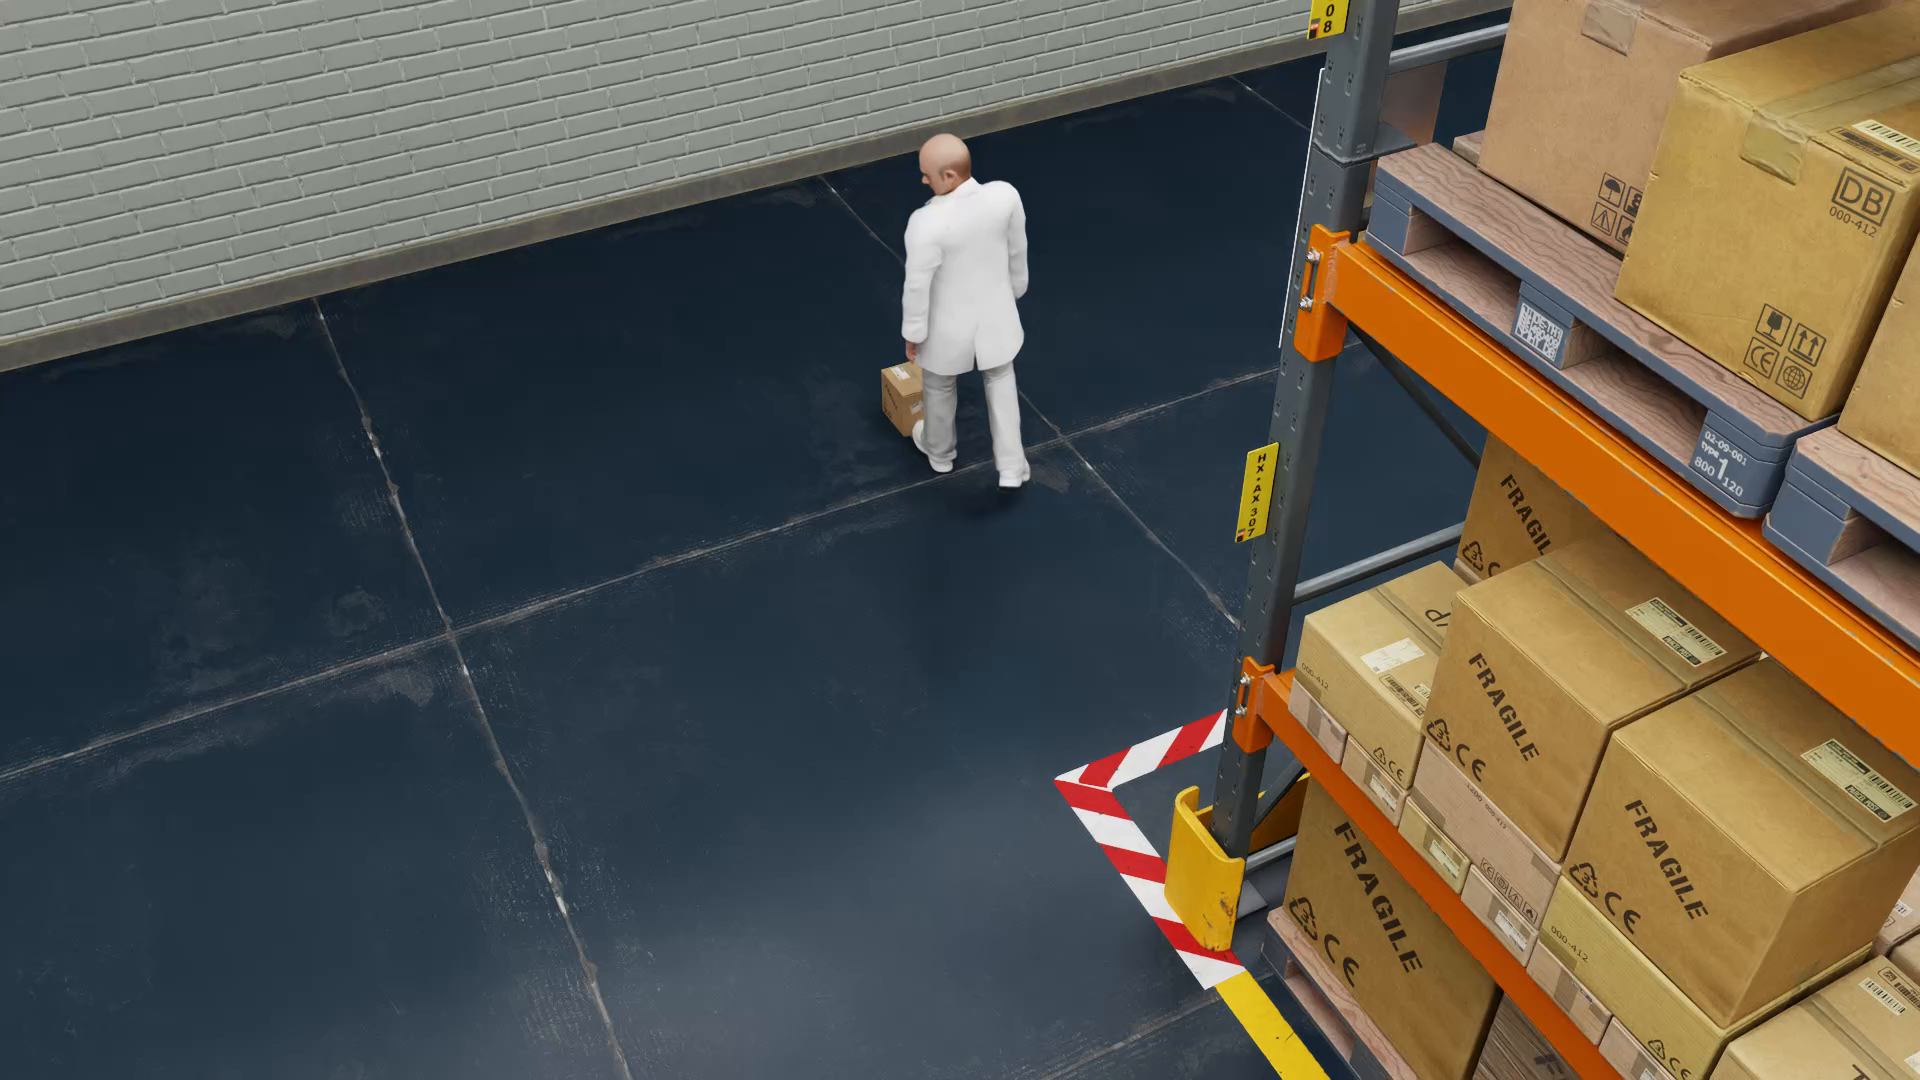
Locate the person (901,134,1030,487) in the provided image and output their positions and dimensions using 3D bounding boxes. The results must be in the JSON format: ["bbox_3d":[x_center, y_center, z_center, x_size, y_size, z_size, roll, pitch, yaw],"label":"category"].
[{"bbox_3d":[0.022,-0.986,7.296,0.631,1.767,0.800,-14,43,-15],"label":"person"}]
